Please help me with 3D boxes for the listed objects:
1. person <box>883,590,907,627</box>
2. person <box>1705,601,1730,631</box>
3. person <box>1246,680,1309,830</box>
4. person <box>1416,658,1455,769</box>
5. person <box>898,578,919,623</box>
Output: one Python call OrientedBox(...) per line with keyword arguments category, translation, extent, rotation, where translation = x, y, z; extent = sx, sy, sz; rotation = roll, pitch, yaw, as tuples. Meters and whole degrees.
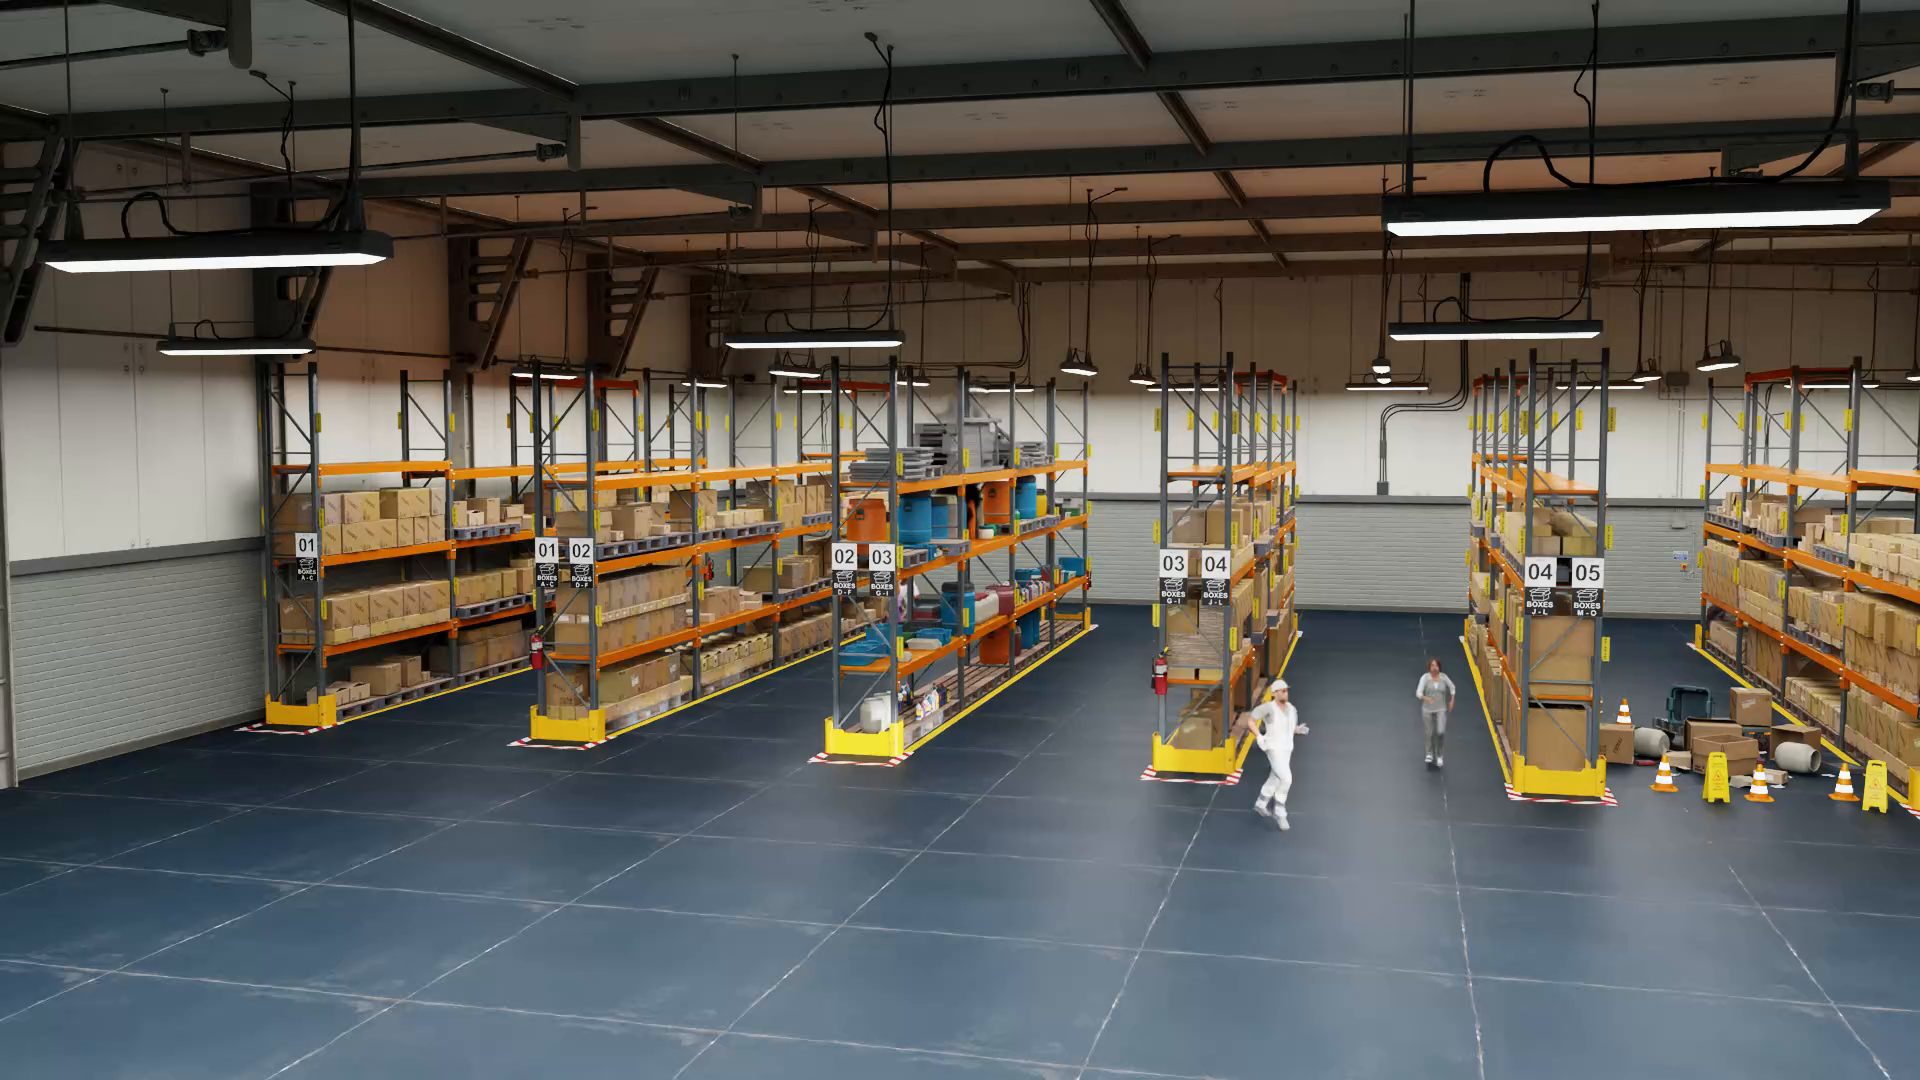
OrientedBox(category="person", translation=(-1.365, 1.744, 35.180), extent=(0.526, 1.556, 0.536), rotation=(0, 4, 2))
OrientedBox(category="person", translation=(17.333, 1.467, 38.109), extent=(0.950, 1.686, 0.724), rotation=(4, 5, 43))
OrientedBox(category="person", translation=(3.967, 2.658, 20.711), extent=(0.631, 1.846, 0.782), rotation=(-3, 5, -39))
OrientedBox(category="person", translation=(6.905, 2.527, 24.146), extent=(0.558, 1.611, 0.673), rotation=(1, 4, 12))
OrientedBox(category="person", translation=(-1.243, 1.522, 36.653), extent=(0.706, 1.745, 0.955), rotation=(0, 4, 6))
